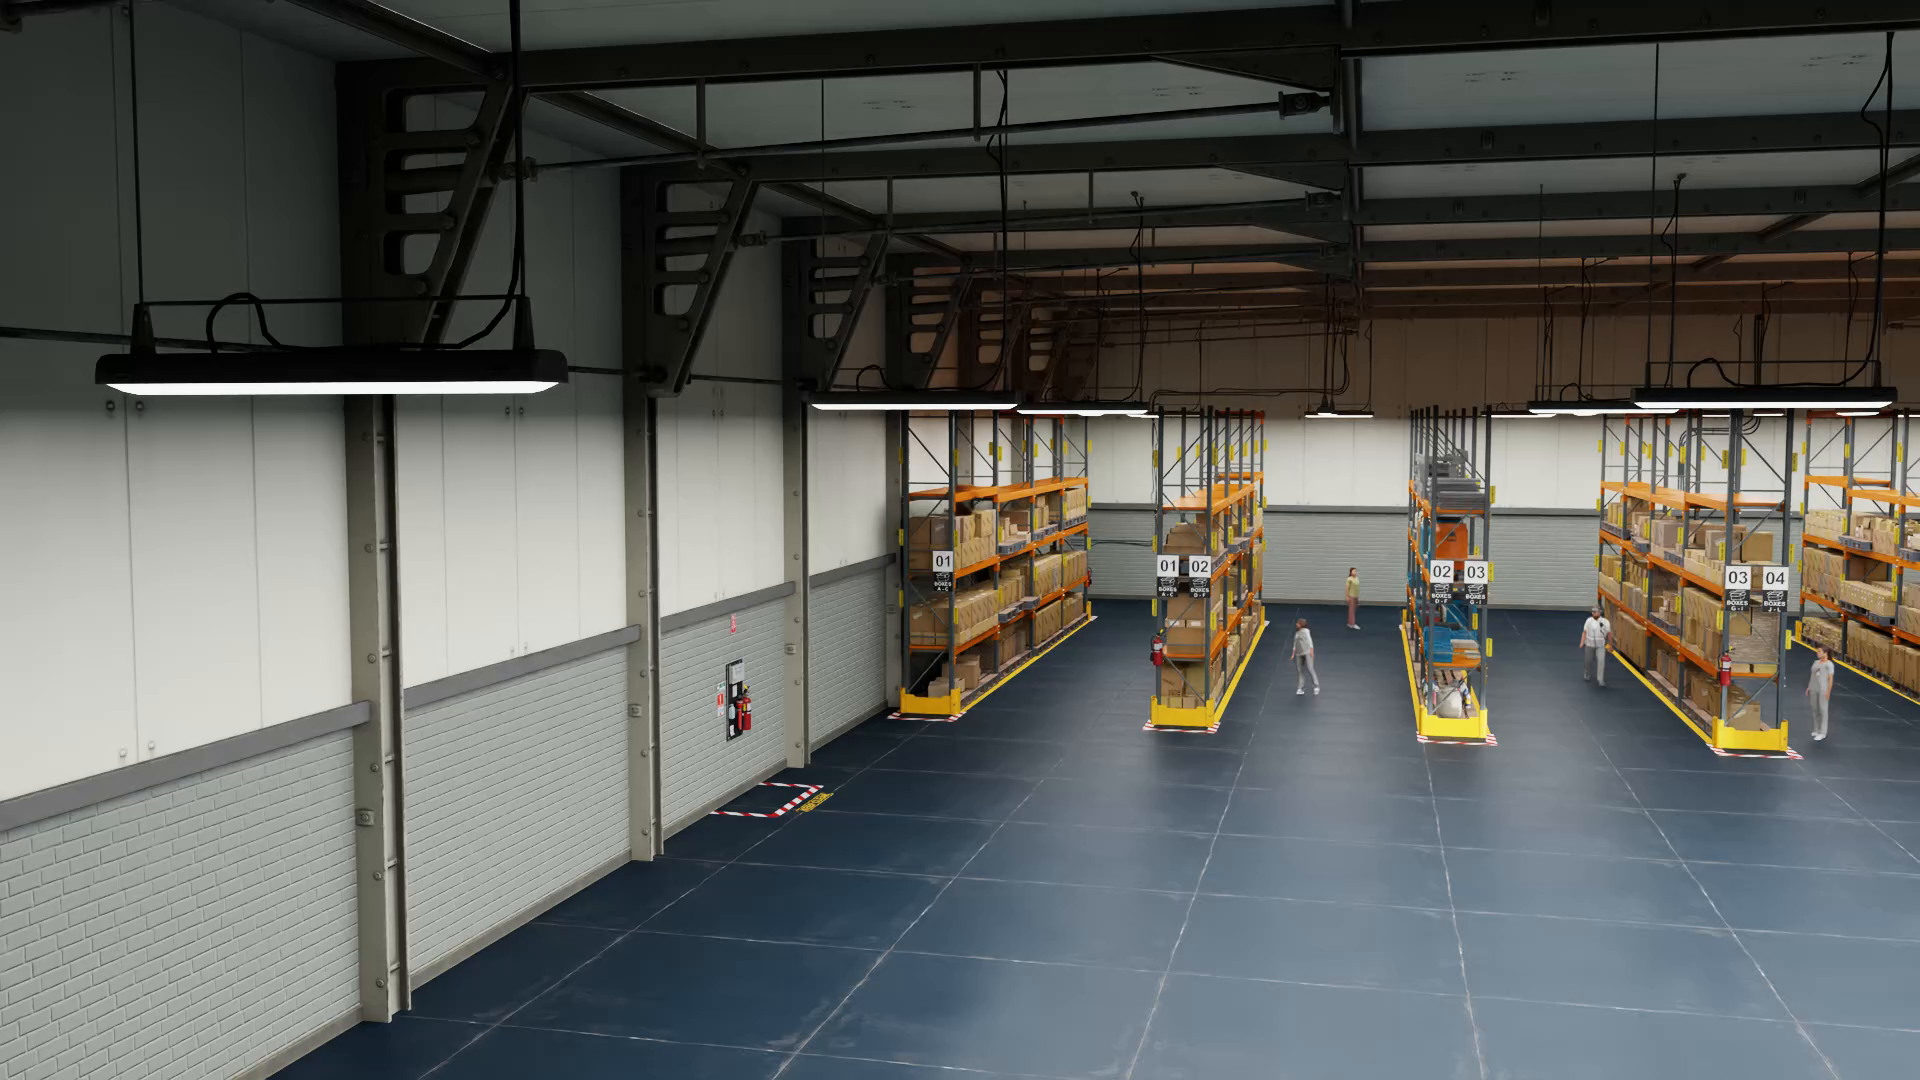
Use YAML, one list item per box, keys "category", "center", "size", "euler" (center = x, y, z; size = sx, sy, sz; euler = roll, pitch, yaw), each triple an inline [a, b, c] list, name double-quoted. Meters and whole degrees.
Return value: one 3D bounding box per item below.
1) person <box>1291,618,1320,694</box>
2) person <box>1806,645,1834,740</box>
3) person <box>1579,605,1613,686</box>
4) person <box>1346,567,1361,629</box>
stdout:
- category: "person"
  center: [7.210, 2.438, 34.633]
  size: [0.377, 1.580, 0.661]
  euler: [-4, 6, -43]
- category: "person"
  center: [15.531, 2.742, 30.035]
  size: [0.503, 1.683, 0.459]
  euler: [-3, 5, -39]
- category: "person"
  center: [13.806, 2.266, 36.087]
  size: [0.707, 1.722, 1.048]
  euler: [1, 4, 14]
- category: "person"
  center: [10.929, 1.595, 45.993]
  size: [0.473, 1.682, 0.556]
  euler: [-3, 5, -35]
